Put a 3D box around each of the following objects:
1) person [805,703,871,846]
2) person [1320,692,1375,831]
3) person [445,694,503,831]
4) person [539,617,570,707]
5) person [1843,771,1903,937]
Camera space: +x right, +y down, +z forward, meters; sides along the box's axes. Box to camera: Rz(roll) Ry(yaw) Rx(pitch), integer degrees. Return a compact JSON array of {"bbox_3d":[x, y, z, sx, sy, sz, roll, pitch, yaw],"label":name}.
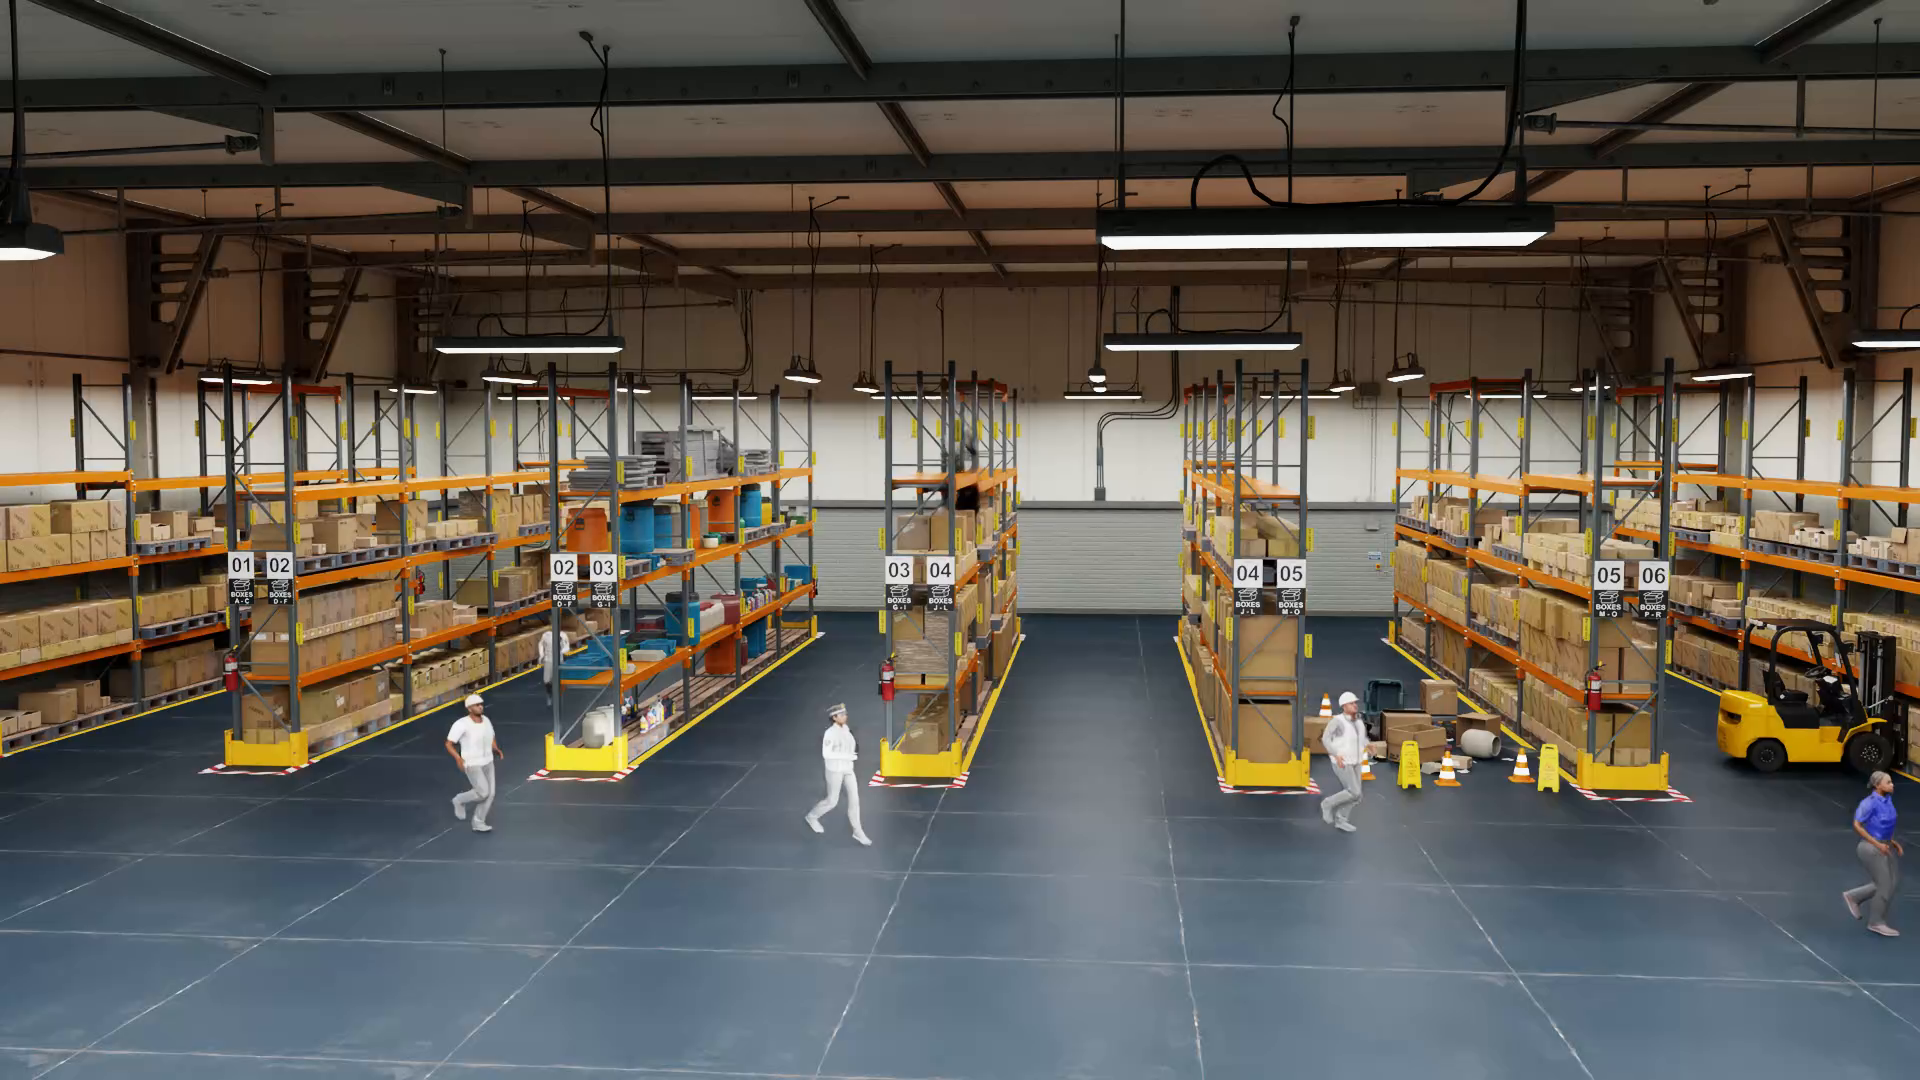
[{"bbox_3d":[-1.481,2.819,20.212,0.923,1.712,0.613,2,5,33],"label":"person"},{"bbox_3d":[4.878,2.771,20.812,0.652,1.744,0.610,-3,5,-39],"label":"person"},{"bbox_3d":[-6.050,2.787,20.806,0.578,1.722,0.717,2,4,32],"label":"person"},{"bbox_3d":[-7.301,2.193,29.866,0.593,1.660,0.624,0,4,-5],"label":"person"},{"bbox_3d":[9.094,3.112,16.610,0.599,1.603,0.587,-3,5,-37],"label":"person"}]
